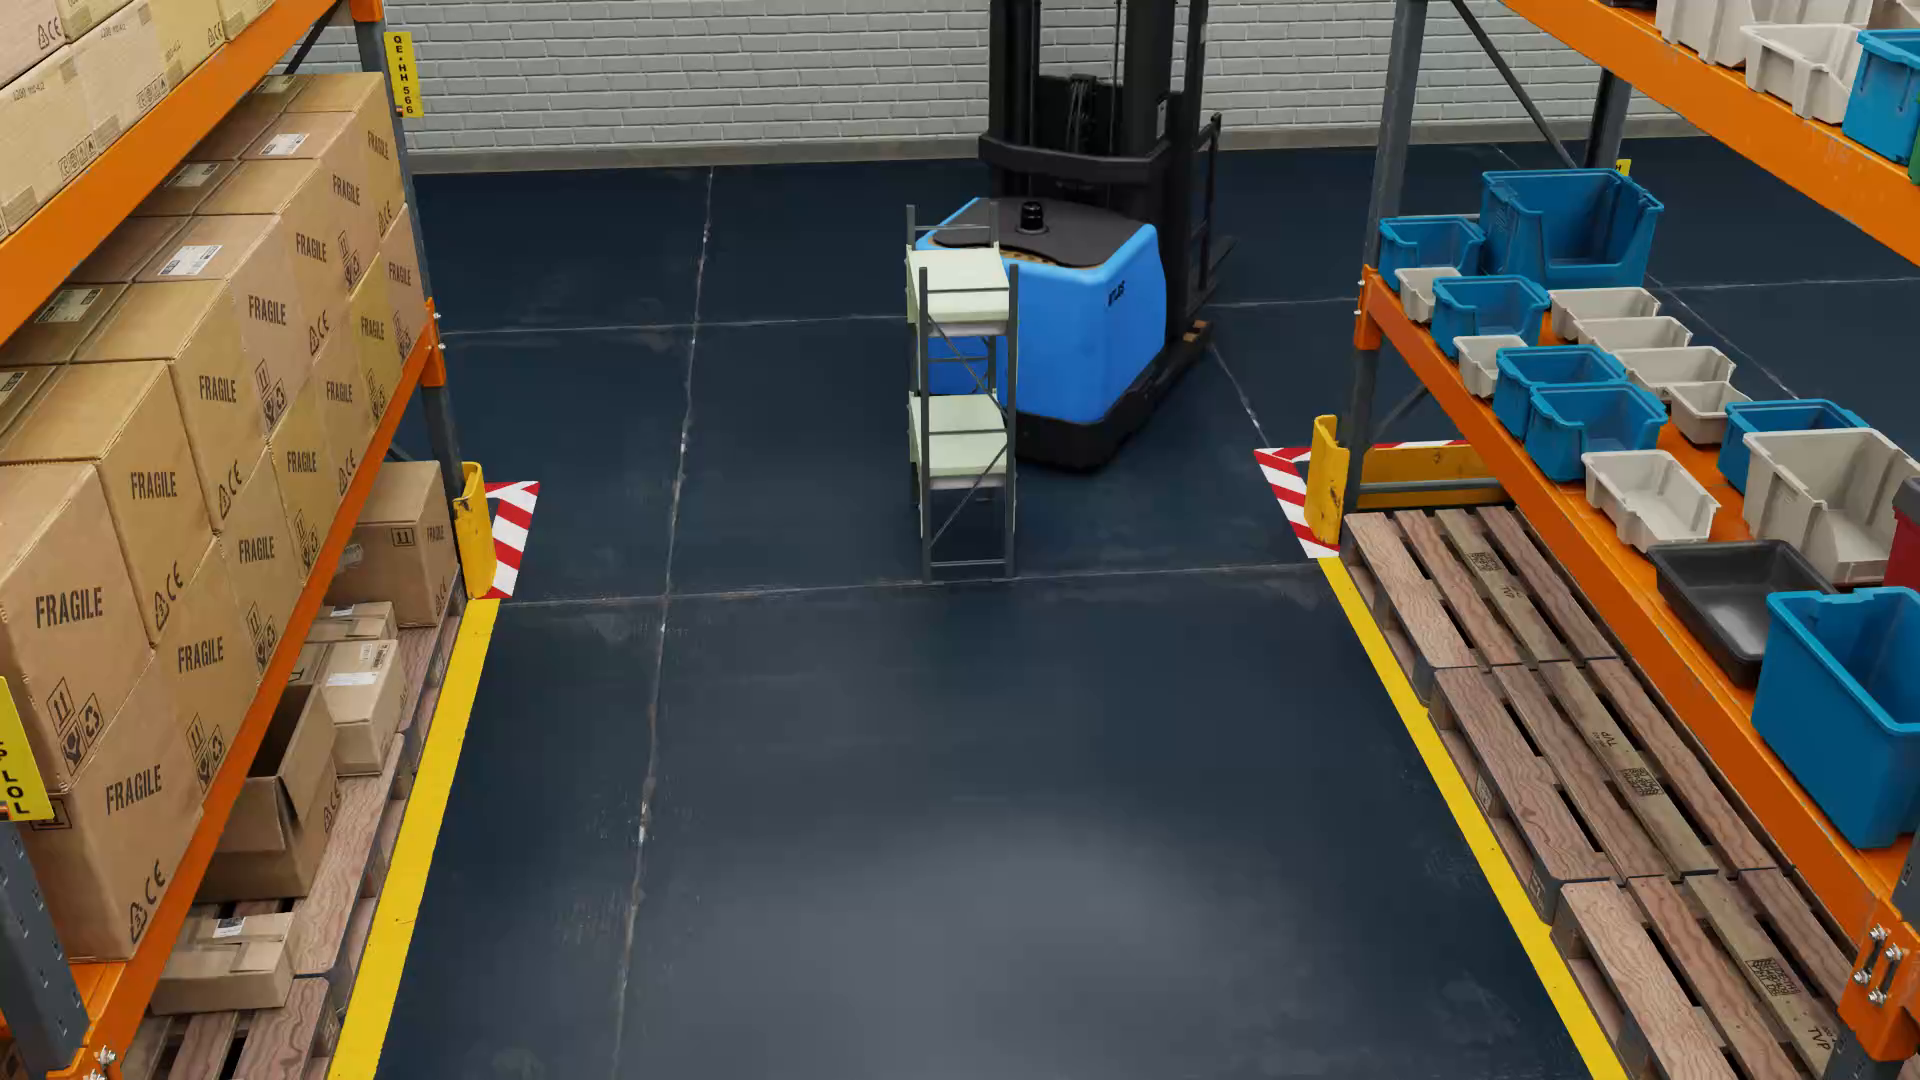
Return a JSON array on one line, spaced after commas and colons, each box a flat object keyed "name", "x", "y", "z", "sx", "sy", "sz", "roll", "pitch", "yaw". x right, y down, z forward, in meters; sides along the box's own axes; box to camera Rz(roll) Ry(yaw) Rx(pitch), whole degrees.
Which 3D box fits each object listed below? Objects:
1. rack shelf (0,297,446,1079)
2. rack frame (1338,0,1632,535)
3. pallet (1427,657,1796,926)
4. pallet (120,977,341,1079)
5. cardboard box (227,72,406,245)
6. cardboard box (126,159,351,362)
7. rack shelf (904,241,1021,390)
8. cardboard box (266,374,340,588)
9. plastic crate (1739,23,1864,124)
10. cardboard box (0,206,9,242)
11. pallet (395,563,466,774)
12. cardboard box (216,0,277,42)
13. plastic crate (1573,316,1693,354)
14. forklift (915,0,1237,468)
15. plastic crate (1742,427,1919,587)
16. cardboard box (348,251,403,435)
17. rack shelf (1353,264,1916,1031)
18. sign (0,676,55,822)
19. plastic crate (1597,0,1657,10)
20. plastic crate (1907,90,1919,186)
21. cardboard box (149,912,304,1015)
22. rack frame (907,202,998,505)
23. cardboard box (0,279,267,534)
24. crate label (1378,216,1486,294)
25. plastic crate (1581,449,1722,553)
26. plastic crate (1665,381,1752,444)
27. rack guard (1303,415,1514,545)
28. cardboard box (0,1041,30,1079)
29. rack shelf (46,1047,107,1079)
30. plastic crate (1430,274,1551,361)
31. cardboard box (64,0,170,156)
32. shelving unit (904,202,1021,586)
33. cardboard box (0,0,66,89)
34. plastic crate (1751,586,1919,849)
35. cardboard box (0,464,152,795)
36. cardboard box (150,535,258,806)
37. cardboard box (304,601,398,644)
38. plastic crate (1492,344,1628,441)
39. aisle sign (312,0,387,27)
[{"name": "rack shelf", "x": -2.496, "y": 0.200, "z": 5.192, "sx": 1.077, "sy": 0.370, "sz": 4.000, "roll": -3, "pitch": 31, "yaw": -5}, {"name": "rack frame", "x": 2.249, "y": -1.366, "z": 7.111, "sx": 1.000, "sy": 3.000, "sz": 0.127, "roll": -3, "pitch": 31, "yaw": -5}, {"name": "pallet", "x": 2.398, "y": 0.876, "z": 6.078, "sx": 1.003, "sy": 0.211, "sz": 1.213, "roll": -3, "pitch": 31, "yaw": -5}, {"name": "pallet", "x": -2.373, "y": 1.759, "z": 4.600, "sx": 1.003, "sy": 0.211, "sz": 1.213, "roll": -3, "pitch": 31, "yaw": -5}, {"name": "cardboard box", "x": -2.368, "y": -1.388, "z": 6.076, "sx": 0.500, "sy": 0.500, "sz": 0.500, "roll": -3, "pitch": 31, "yaw": -5}, {"name": "cardboard box", "x": -2.267, "y": -0.866, "z": 5.202, "sx": 0.500, "sy": 0.500, "sz": 0.500, "roll": -2, "pitch": 31, "yaw": -3}, {"name": "rack shelf", "x": 0.001, "y": -0.976, "z": 7.160, "sx": 0.431, "sy": 0.370, "sz": 0.720, "roll": -3, "pitch": 31, "yaw": -5}, {"name": "cardboard box", "x": -2.230, "y": -0.180, "z": 5.030, "sx": 0.500, "sy": 0.500, "sz": 0.500, "roll": -3, "pitch": 31, "yaw": -5}, {"name": "plastic crate", "x": 2.125, "y": -1.129, "z": 4.047, "sx": 0.293, "sy": 0.136, "sz": 0.466, "roll": -3, "pitch": 31, "yaw": -5}, {"name": "cardboard box", "x": -2.109, "y": -0.571, "z": 3.003, "sx": 0.500, "sy": 0.250, "sz": 0.500, "roll": -3, "pitch": 31, "yaw": -5}, {"name": "pallet", "x": -2.601, "y": 0.513, "z": 6.686, "sx": 1.003, "sy": 0.211, "sz": 1.213, "roll": -3, "pitch": 31, "yaw": -5}, {"name": "cardboard box", "x": -2.277, "y": -1.593, "z": 4.714, "sx": 0.500, "sy": 0.250, "sz": 0.500, "roll": -3, "pitch": 31, "yaw": -5}, {"name": "plastic crate", "x": 2.518, "y": -0.722, "z": 6.232, "sx": 0.396, "sy": 0.136, "sz": 0.243, "roll": -3, "pitch": 31, "yaw": -5}, {"name": "forklift", "x": 0.816, "y": -2.352, "z": 8.830, "sx": 1.130, "sy": 2.935, "sz": 3.031, "roll": 13, "pitch": 33, "yaw": 21}, {"name": "plastic crate", "x": 2.663, "y": -0.087, "z": 5.027, "sx": 0.437, "sy": 0.282, "sz": 0.530, "roll": -3, "pitch": 31, "yaw": -5}, {"name": "cardboard box", "x": -2.318, "y": -0.693, "z": 5.887, "sx": 0.500, "sy": 0.500, "sz": 0.500, "roll": -2, "pitch": 31, "yaw": -4}, {"name": "rack shelf", "x": 2.436, "y": -0.036, "z": 5.586, "sx": 1.077, "sy": 0.370, "sz": 4.000, "roll": -3, "pitch": 31, "yaw": -5}, {"name": "sign", "x": -1.757, "y": 0.387, "z": 3.049, "sx": 0.100, "sy": 0.325, "sz": 0.005, "roll": -3, "pitch": 31, "yaw": -5}, {"name": "plastic crate", "x": 2.118, "y": -1.833, "z": 5.030, "sx": 0.504, "sy": 0.338, "sz": 0.767, "roll": -3, "pitch": 31, "yaw": -5}, {"name": "plastic crate", "x": 2.282, "y": -0.722, "z": 3.315, "sx": 0.450, "sy": 0.188, "sz": 0.662, "roll": -3, "pitch": 31, "yaw": -5}, {"name": "cardboard box", "x": -2.224, "y": 1.274, "z": 5.026, "sx": 0.380, "sy": 0.166, "sz": 0.250, "roll": -3, "pitch": 31, "yaw": -5}, {"name": "rack frame", "x": -0.034, "y": -0.827, "z": 7.673, "sx": 0.400, "sy": 1.500, "sz": 0.023, "roll": -3, "pitch": 31, "yaw": -5}, {"name": "cardboard box", "x": -2.170, "y": -0.340, "z": 4.322, "sx": 0.500, "sy": 0.500, "sz": 0.500, "roll": -4, "pitch": 31, "yaw": -6}, {"name": "crate label", "x": 1.944, "y": -1.178, "z": 6.901, "sx": 0.416, "sy": 0.233, "sz": 0.303, "roll": -3, "pitch": 31, "yaw": -5}, {"name": "plastic crate", "x": 2.161, "y": -0.111, "z": 5.209, "sx": 0.293, "sy": 0.136, "sz": 0.466, "roll": -3, "pitch": 31, "yaw": -5}, {"name": "plastic crate", "x": 2.614, "y": -0.430, "z": 5.744, "sx": 0.298, "sy": 0.136, "sz": 0.250, "roll": -3, "pitch": 31, "yaw": -5}, {"name": "rack guard", "x": 2.234, "y": -0.304, "z": 7.772, "sx": 1.175, "sy": 0.500, "sz": 0.348, "roll": -3, "pitch": 31, "yaw": -5}, {"name": "cardboard box", "x": -2.645, "y": 1.519, "z": 4.290, "sx": 0.500, "sy": 0.500, "sz": 0.500, "roll": -3, "pitch": 31, "yaw": -5}, {"name": "rack shelf", "x": -2.123, "y": 2.242, "z": 1.773, "sx": 1.077, "sy": 0.370, "sz": 4.000, "roll": -3, "pitch": 31, "yaw": -5}, {"name": "plastic crate", "x": 2.006, "y": -0.841, "z": 6.338, "sx": 0.416, "sy": 0.233, "sz": 0.300, "roll": -3, "pitch": 31, "yaw": -5}, {"name": "cardboard box", "x": -2.197, "y": -1.082, "z": 3.858, "sx": 0.500, "sy": 0.250, "sz": 0.500, "roll": -3, "pitch": 31, "yaw": -5}, {"name": "shelving unit", "x": 0.001, "y": -0.640, "z": 7.360, "sx": 0.431, "sy": 1.500, "sz": 0.755, "roll": -3, "pitch": 31, "yaw": -5}, {"name": "cardboard box", "x": -2.156, "y": -1.041, "z": 3.302, "sx": 0.500, "sy": 0.250, "sz": 0.500, "roll": -3, "pitch": 31, "yaw": -5}, {"name": "plastic crate", "x": 2.239, "y": 0.436, "z": 4.052, "sx": 0.392, "sy": 0.384, "sz": 0.575, "roll": -3, "pitch": 31, "yaw": -5}, {"name": "cardboard box", "x": -2.073, "y": 0.186, "z": 3.441, "sx": 0.500, "sy": 0.500, "sz": 0.500, "roll": -2, "pitch": 31, "yaw": -3}, {"name": "cardboard box", "x": -2.137, "y": 0.335, "z": 4.167, "sx": 0.500, "sy": 0.500, "sz": 0.500, "roll": -2, "pitch": 31, "yaw": -4}, {"name": "cardboard box", "x": -2.439, "y": 0.374, "z": 6.532, "sx": 0.380, "sy": 0.166, "sz": 0.250, "roll": -3, "pitch": 31, "yaw": -5}, {"name": "plastic crate", "x": 2.067, "y": -0.505, "z": 5.776, "sx": 0.416, "sy": 0.233, "sz": 0.300, "roll": -3, "pitch": 31, "yaw": -5}, {"name": "aisle sign", "x": -2.385, "y": -2.296, "z": 6.133, "sx": 0.394, "sy": 0.787, "sz": 0.004, "roll": -3, "pitch": 31, "yaw": -5}]
